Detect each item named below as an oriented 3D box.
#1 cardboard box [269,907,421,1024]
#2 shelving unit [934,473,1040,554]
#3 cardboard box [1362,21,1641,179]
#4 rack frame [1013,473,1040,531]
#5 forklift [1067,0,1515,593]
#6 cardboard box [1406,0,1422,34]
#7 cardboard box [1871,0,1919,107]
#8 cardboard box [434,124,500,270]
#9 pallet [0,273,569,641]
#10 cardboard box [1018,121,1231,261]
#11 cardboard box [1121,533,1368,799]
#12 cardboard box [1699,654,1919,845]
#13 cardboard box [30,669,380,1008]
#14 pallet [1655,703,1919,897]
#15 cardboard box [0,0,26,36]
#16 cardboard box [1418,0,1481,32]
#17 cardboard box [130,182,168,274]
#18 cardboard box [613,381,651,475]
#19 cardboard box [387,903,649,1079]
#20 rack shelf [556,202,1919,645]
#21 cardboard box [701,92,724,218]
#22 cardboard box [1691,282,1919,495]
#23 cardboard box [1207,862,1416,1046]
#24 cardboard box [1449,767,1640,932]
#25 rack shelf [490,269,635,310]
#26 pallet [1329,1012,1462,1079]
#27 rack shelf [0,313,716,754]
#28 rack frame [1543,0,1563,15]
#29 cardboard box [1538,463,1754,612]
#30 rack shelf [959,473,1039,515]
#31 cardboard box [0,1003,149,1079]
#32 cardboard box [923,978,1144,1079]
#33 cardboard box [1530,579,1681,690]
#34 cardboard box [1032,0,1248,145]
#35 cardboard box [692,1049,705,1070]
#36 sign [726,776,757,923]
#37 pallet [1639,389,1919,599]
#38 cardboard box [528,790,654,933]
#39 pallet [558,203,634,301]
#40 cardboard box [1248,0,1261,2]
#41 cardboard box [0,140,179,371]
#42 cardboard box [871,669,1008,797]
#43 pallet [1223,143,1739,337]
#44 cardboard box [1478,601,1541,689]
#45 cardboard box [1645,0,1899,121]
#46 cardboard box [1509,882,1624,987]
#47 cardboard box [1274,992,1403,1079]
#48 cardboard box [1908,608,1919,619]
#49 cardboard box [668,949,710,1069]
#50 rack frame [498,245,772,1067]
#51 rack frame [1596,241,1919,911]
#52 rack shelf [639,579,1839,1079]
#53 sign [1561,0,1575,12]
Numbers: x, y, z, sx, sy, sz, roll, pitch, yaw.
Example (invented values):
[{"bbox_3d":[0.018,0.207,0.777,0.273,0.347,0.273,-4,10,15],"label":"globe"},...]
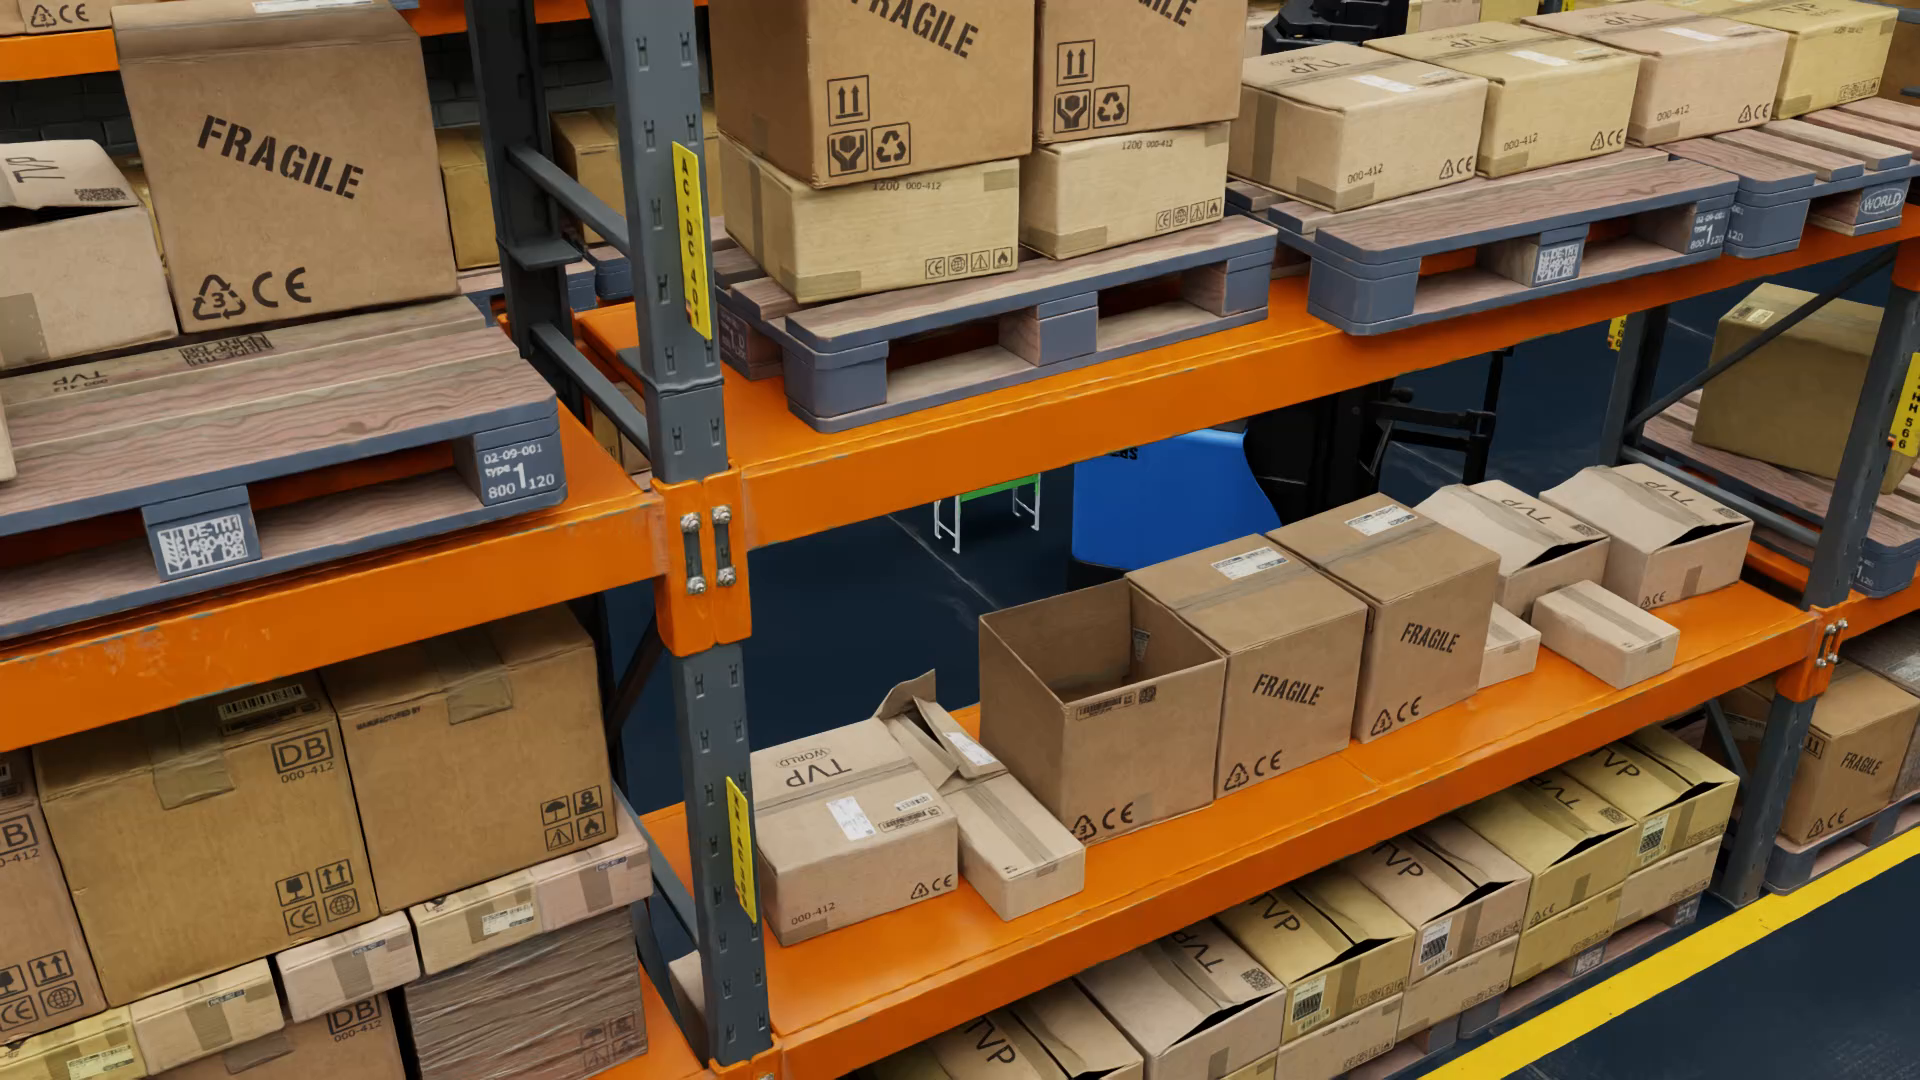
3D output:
[{"bbox_3d":[-1.305,0.787,3.445,0.250,0.149,0.380,-17,33,-28],"label":"cardboard box"},{"bbox_3d":[0.143,-0.566,8.534,0.503,1.200,0.258,-16,33,-26],"label":"shelving unit"},{"bbox_3d":[1.403,-1.171,4.383,0.500,0.250,0.500,-17,33,-27],"label":"cardboard box"},{"bbox_3d":[0.353,-0.626,8.642,0.015,1.200,0.240,-16,33,-26],"label":"rack frame"},{"bbox_3d":[2.092,-0.893,7.335,3.031,2.935,1.130,11,31,18],"label":"forklift"},{"bbox_3d":[2.485,-3.231,10.292,0.500,0.250,0.500,-15,32,-25],"label":"cardboard box"},{"bbox_3d":[3.067,-1.623,5.378,0.500,0.500,0.910,-16,33,-26],"label":"cardboard box"},{"bbox_3d":[-2.312,-1.709,8.184,0.500,0.500,0.700,-12,31,-21],"label":"cardboard box"},{"bbox_3d":[-1.463,-0.221,3.033,1.213,0.211,1.003,-16,33,-26],"label":"pallet"},{"bbox_3d":[0.267,-0.880,3.856,0.500,0.250,0.500,-19,34,-31],"label":"cardboard box"},{"bbox_3d":[0.816,0.358,4.894,0.500,0.500,0.500,-16,33,-26],"label":"cardboard box"},{"bbox_3d":[3.245,0.764,6.392,0.500,0.500,0.500,-14,32,-24],"label":"cardboard box"},{"bbox_3d":[-1.555,0.458,3.370,0.500,0.500,0.700,-16,33,-26],"label":"cardboard box"},{"bbox_3d":[3.371,0.909,6.885,1.213,0.211,1.003,-16,33,-26],"label":"pallet"},{"bbox_3d":[-4.006,-2.249,6.493,0.500,0.500,0.500,-19,34,-30],"label":"cardboard box"},{"bbox_3d":[2.925,-3.356,10.518,0.500,0.250,0.500,-15,32,-25],"label":"cardboard box"},{"bbox_3d":[-3.505,-1.255,7.279,0.500,0.500,0.500,-16,33,-26],"label":"cardboard box"},{"bbox_3d":[-1.747,-0.769,9.171,0.500,0.500,0.700,-15,32,-26],"label":"cardboard box"},{"bbox_3d":[-1.120,0.902,3.908,0.500,0.500,0.700,-17,33,-28],"label":"cardboard box"},{"bbox_3d":[0.984,-0.654,4.470,4.000,0.370,1.077,-16,33,-26],"label":"rack shelf"},{"bbox_3d":[-1.268,-2.011,8.730,0.500,0.500,0.700,-16,33,-26],"label":"cardboard box"},{"bbox_3d":[3.194,-0.574,6.147,0.700,0.500,0.500,22,36,34],"label":"cardboard box"},{"bbox_3d":[1.066,1.234,5.240,0.500,0.311,0.500,-15,32,-25],"label":"cardboard box"},{"bbox_3d":[1.936,0.990,5.682,0.500,0.311,0.500,-16,33,-27],"label":"cardboard box"},{"bbox_3d":[-1.529,-1.403,8.933,4.000,0.370,1.077,-16,33,-26],"label":"rack shelf"},{"bbox_3d":[0.928,1.558,5.709,1.213,0.211,1.003,-16,33,-26],"label":"pallet"},{"bbox_3d":[-2.465,0.325,2.696,4.000,0.370,1.077,-16,33,-26],"label":"rack shelf"},{"bbox_3d":[3.644,-3.187,11.420,0.127,3.000,1.000,-16,33,-26],"label":"rack frame"},{"bbox_3d":[2.372,-0.035,5.801,0.500,0.311,0.500,-14,32,-23],"label":"cardboard box"},{"bbox_3d":[0.143,-0.300,8.680,0.480,0.148,0.258,-16,33,-26],"label":"rack shelf"},{"bbox_3d":[-1.745,0.911,3.221,0.250,0.149,0.380,-16,33,-27],"label":"cardboard box"},{"bbox_3d":[0.176,1.491,4.775,0.500,0.311,0.500,-16,33,-27],"label":"cardboard box"},{"bbox_3d":[2.072,0.300,5.361,0.250,0.149,0.380,-16,33,-26],"label":"cardboard box"},{"bbox_3d":[0.290,-1.209,3.677,0.500,0.500,0.500,-13,31,-22],"label":"cardboard box"},{"bbox_3d":[-0.530,1.632,5.100,0.500,0.250,0.500,-16,33,-27],"label":"cardboard box"},{"bbox_3d":[-0.458,0.651,3.487,0.005,0.325,0.100,-16,33,-26],"label":"sign"},{"bbox_3d":[3.257,-0.256,6.308,1.003,0.211,1.213,-16,33,-26],"label":"pallet"},{"bbox_3d":[-0.867,0.662,3.671,0.250,0.149,0.380,-16,33,-26],"label":"cardboard box"},{"bbox_3d":[-1.491,-1.622,8.783,1.213,0.211,1.003,-16,33,-26],"label":"pallet"},{"bbox_3d":[1.786,-3.312,10.439,0.500,0.250,0.500,-17,33,-27],"label":"cardboard box"},{"bbox_3d":[-1.774,-0.540,3.032,0.500,0.311,0.500,-18,34,-29],"label":"cardboard box"},{"bbox_3d":[-0.076,0.601,4.695,0.258,0.266,0.396,-17,33,-28],"label":"cardboard box"},{"bbox_3d":[1.205,-0.897,4.362,1.213,0.211,1.003,-14,32,-24],"label":"pallet"},{"bbox_3d":[1.637,0.301,5.361,0.250,0.149,0.380,-13,32,-23],"label":"cardboard box"},{"bbox_3d":[2.345,-1.442,4.874,0.500,0.250,0.500,-19,34,-30],"label":"cardboard box"},{"bbox_3d":[1.935,1.233,5.822,0.500,0.250,0.500,-16,33,-27],"label":"cardboard box"},{"bbox_3d":[1.058,1.482,5.371,0.500,0.250,0.500,-15,32,-25],"label":"cardboard box"},{"bbox_3d":[4.129,0.513,6.847,0.500,0.500,0.500,-16,33,-27],"label":"cardboard box"},{"bbox_3d":[-0.537,1.390,4.957,0.500,0.311,0.500,-16,33,-26],"label":"cardboard box"},{"bbox_3d":[-0.741,0.834,4.134,0.127,3.000,1.000,-16,33,-26],"label":"rack frame"},{"bbox_3d":[2.708,-0.145,5.908,0.127,3.000,1.000,-16,33,-26],"label":"rack frame"},{"bbox_3d":[0.984,0.660,5.195,4.000,0.370,1.077,-16,33,-26],"label":"rack shelf"},{"bbox_3d":[3.927,-3.435,10.754,0.005,0.325,0.100,-16,33,-26],"label":"sign"}]
